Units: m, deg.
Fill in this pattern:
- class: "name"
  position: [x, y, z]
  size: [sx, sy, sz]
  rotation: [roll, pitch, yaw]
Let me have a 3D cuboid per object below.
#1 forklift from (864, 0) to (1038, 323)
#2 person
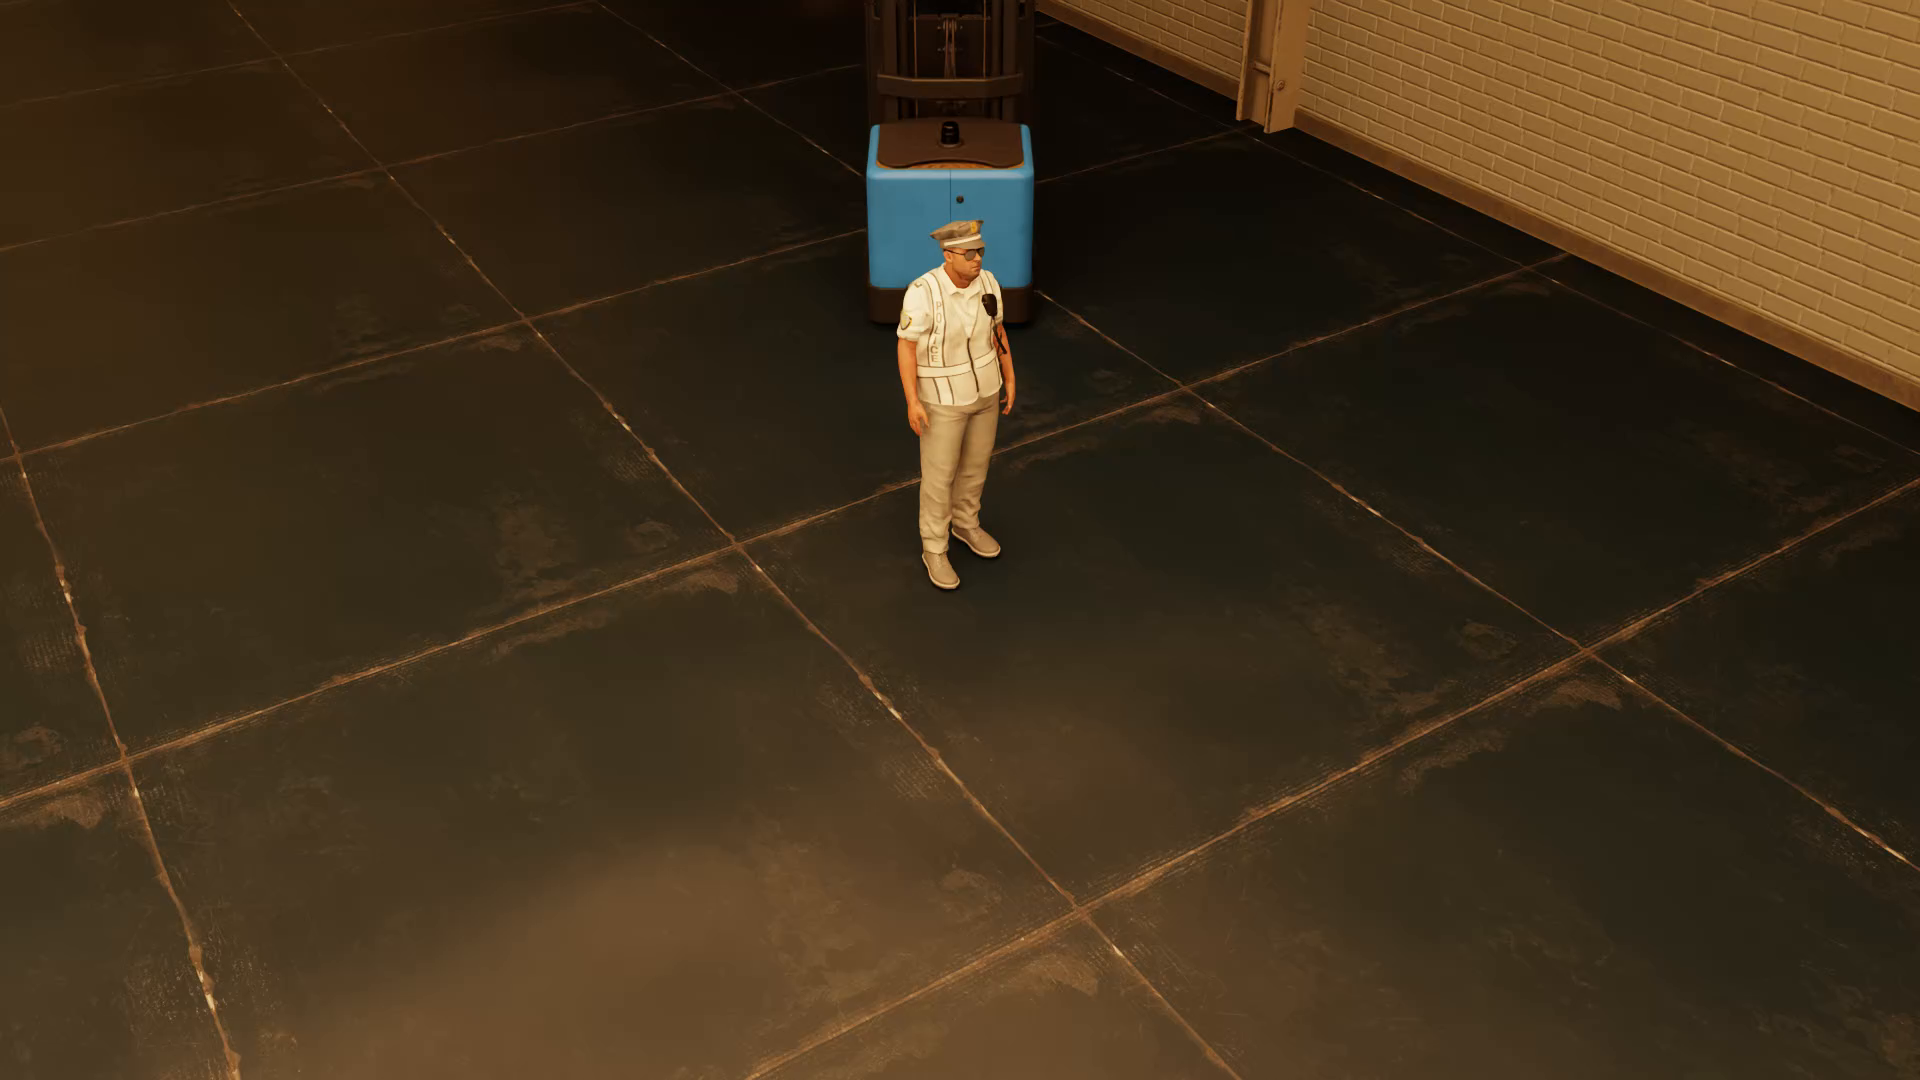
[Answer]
- class: "forklift"
  position: [-0.067, -3.385, 10.964]
  size: [1.130, 2.935, 3.031]
  rotation: [0, 35, 0]
- class: "person"
  position: [0.032, -0.693, 8.123]
  size: [0.640, 1.778, 0.575]
  rotation: [-21, 40, -27]
